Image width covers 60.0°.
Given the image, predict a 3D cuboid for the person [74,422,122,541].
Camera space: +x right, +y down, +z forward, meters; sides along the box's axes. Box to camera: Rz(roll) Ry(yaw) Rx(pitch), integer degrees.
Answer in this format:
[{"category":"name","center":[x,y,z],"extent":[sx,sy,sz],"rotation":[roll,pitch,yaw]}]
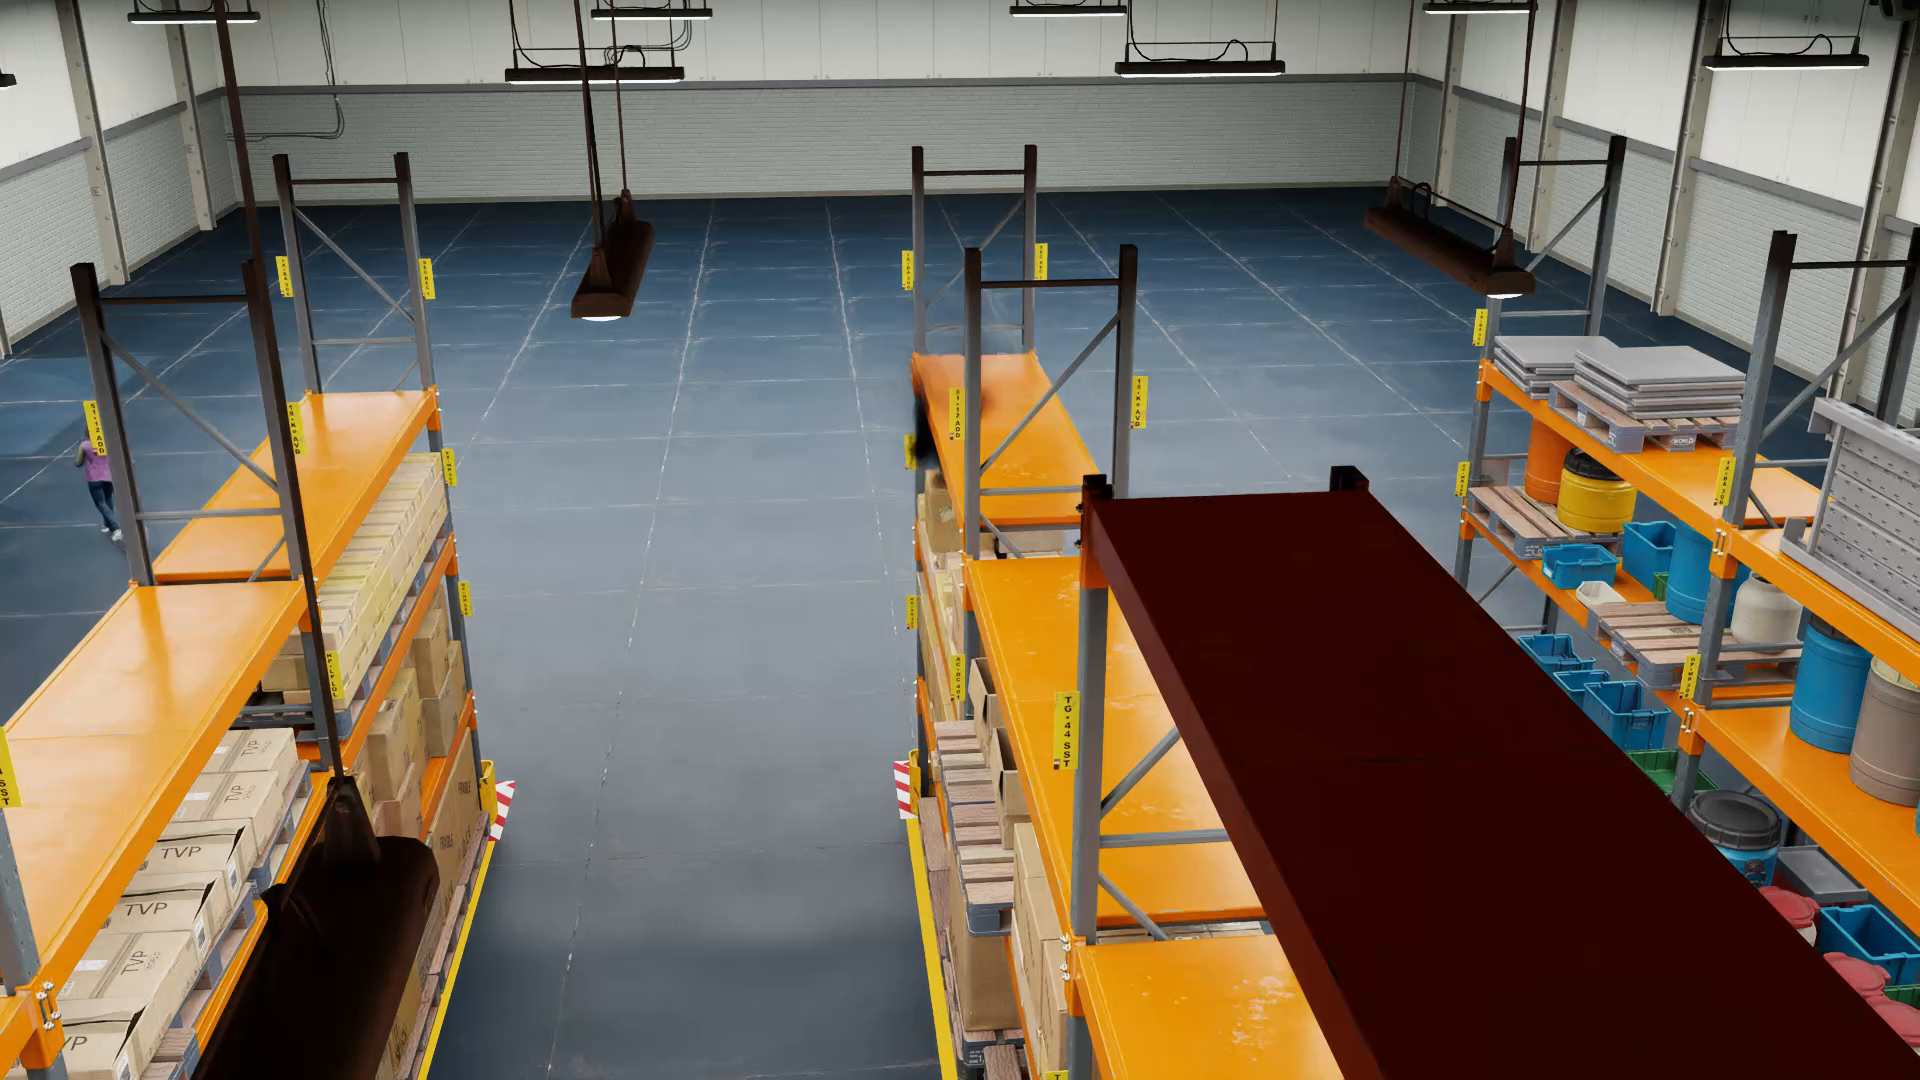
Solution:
[{"category":"person","center":[-11.007,-0.756,21.340],"extent":[0.879,1.580,0.532],"rotation":[18,28,39]}]
